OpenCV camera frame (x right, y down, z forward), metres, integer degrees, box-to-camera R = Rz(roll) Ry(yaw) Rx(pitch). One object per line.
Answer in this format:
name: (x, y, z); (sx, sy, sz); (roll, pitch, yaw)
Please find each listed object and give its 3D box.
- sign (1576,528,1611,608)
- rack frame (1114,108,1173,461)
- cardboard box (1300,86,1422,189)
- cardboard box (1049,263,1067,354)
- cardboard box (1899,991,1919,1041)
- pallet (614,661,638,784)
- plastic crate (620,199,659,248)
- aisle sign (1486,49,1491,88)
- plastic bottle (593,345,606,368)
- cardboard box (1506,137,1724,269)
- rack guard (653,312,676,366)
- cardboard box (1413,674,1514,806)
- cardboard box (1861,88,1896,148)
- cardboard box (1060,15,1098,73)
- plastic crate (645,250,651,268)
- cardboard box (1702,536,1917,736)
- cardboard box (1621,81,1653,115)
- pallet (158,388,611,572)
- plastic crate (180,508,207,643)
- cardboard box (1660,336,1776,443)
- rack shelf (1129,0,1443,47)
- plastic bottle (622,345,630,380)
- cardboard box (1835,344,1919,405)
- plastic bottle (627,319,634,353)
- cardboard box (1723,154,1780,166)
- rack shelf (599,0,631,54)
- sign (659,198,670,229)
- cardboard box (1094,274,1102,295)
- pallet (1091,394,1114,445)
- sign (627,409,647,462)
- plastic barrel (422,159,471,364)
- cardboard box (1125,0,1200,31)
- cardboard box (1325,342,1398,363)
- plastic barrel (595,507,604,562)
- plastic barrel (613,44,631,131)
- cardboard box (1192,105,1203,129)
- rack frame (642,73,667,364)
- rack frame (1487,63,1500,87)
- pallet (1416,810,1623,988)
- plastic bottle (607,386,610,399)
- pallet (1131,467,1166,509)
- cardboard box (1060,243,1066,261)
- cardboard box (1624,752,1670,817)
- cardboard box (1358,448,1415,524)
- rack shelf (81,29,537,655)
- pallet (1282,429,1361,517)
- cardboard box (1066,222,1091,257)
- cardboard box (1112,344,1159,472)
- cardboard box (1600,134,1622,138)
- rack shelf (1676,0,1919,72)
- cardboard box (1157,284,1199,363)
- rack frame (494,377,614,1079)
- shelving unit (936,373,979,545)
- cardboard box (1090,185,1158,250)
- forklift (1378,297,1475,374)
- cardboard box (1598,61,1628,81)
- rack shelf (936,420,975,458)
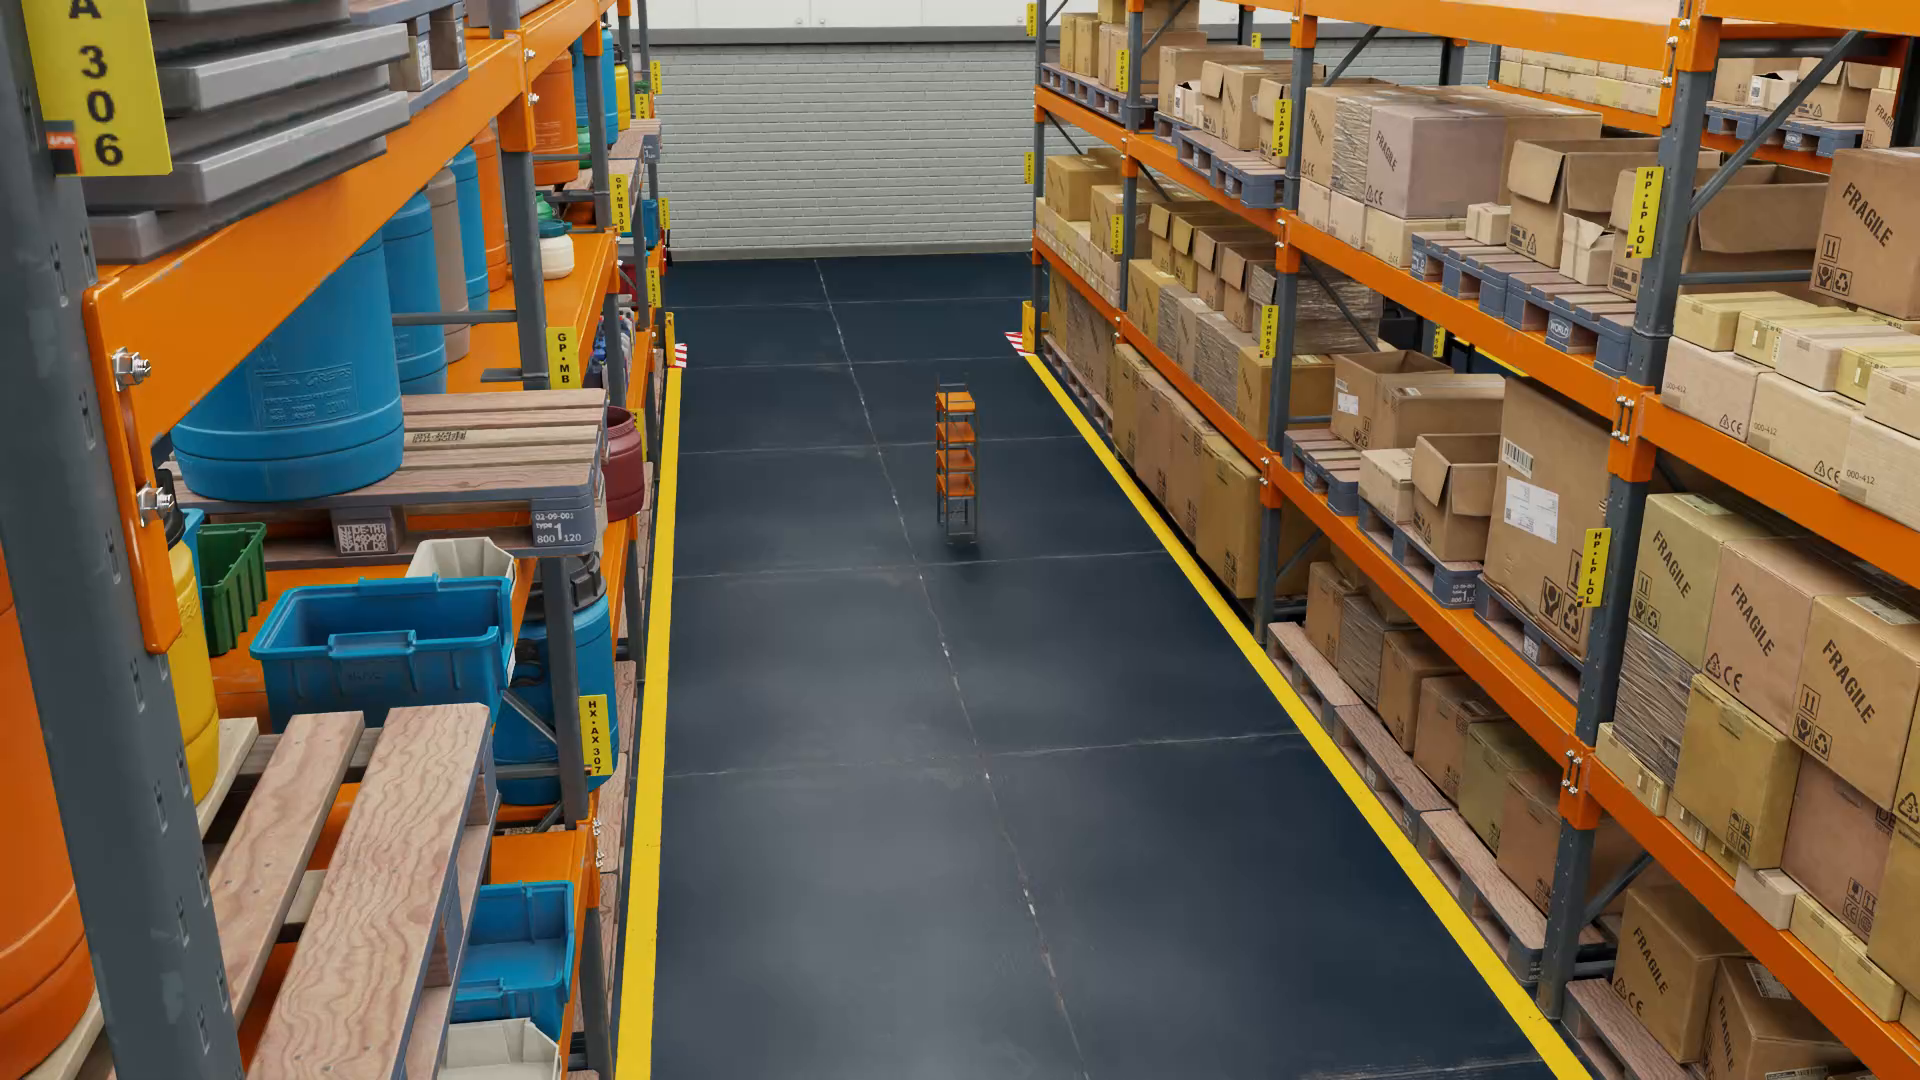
sign: (2.469, 0.110, 6.480); (0.100, 0.325, 0.005); (-3, 21, -8)
rack frame: (1.864, -2.147, 14.177); (1.000, 3.000, 0.127); (-3, 21, -8)
cardboard box: (2.254, -2.272, 9.369); (0.500, 0.500, 0.500); (-3, 21, -7)
cardboard box: (1.459, -2.516, 17.601); (0.875, 0.875, 0.875); (-3, 21, -8)
cardboard box: (3.061, 1.433, 4.951); (0.380, 0.149, 0.250); (-3, 21, -8)
pallet: (-2.387, 1.064, 9.565); (1.003, 0.211, 1.213); (-3, 21, -8)
plastic crate: (-3.381, -3.220, 16.914); (0.616, 0.435, 0.499); (-3, 21, -8)
aisle sign: (5.903, -4.975, 18.033); (0.394, 0.787, 0.004); (-3, 21, -8)
plastic bottle: (-2.603, -1.276, 12.029); (0.097, 0.271, 0.097); (0, 20, 0)
cardboard box: (2.911, -1.521, 7.467); (0.797, 0.503, 0.637); (-2, 21, -6)
rack guard: (-3.630, -2.119, 17.674); (1.175, 0.500, 0.348); (-3, 21, -8)
cardboard box: (2.819, 1.014, 8.657); (0.700, 0.500, 0.500); (-5, 21, -12)
cardboard box: (6.877, -2.960, 11.924); (0.500, 0.500, 0.500); (-3, 21, -8)
cardboard box: (1.377, -4.849, 16.239); (0.700, 0.500, 0.500); (-4, 21, -10)
plastic crate: (-3.064, -2.533, 15.366); (0.416, 0.233, 0.300); (-3, 21, -8)
cardboard box: (2.904, 0.310, 5.602); (0.500, 0.500, 0.500); (-3, 21, -8)
cardboard box: (6.388, -4.027, 15.137); (0.500, 0.250, 0.500); (-3, 21, -8)
pallet: (-1.683, -0.199, 4.945); (1.213, 0.211, 1.003); (-3, 21, -8)
plastic crate: (-1.880, 0.215, 3.589); (0.392, 0.384, 0.575); (-3, 21, -8)
cardboard box: (2.829, -0.543, 5.811); (0.500, 0.250, 0.500); (-4, 21, -10)
rack shelf: (2.153, -3.740, 11.469); (1.077, 0.370, 4.000); (-3, 21, -8)
plastic bottle: (-2.482, -1.291, 12.062); (0.152, 0.276, 0.135); (-3, 21, -8)
cardboard box: (2.961, -0.504, 5.136); (0.380, 0.149, 0.250); (-2, 21, -6)
plastic bottle: (-2.608, -1.592, 12.869); (0.152, 0.276, 0.135); (-3, 21, -8)
cardboard box: (6.963, -3.185, 14.960); (0.500, 0.500, 0.500); (-2, 21, -6)
rack shelf: (-2.749, -3.491, 10.800); (1.077, 0.370, 4.000); (-3, 21, -8)
sign: (-3.072, -3.392, 17.277); (0.100, 0.325, 0.005); (-3, 21, -8)
cardboard box: (1.422, -2.296, 14.936); (0.380, 0.149, 0.250); (-3, 21, -9)
pallet: (1.832, -1.108, 15.380); (1.003, 0.211, 1.213); (-3, 21, -8)
sign: (-1.917, -0.619, 9.852); (0.100, 0.325, 0.005); (-3, 21, -8)
plastic barrel: (-2.266, -1.159, 6.528); (0.600, 0.901, 0.600); (0, 20, 0)
cardboard box: (1.735, -4.520, 14.285); (0.500, 0.250, 0.500); (-4, 21, -11)
cardboard box: (2.640, -0.991, 10.939); (0.500, 0.500, 0.500); (-2, 21, -6)
plastic barrel: (-2.040, -0.073, 8.465); (0.421, 0.512, 0.421); (0, 20, 0)
plastic barrel: (-2.705, -3.281, 12.058); (0.600, 0.588, 0.600); (0, 20, 0)
cardboard box: (1.930, -3.108, 12.222); (0.380, 0.149, 0.250); (-4, 21, -10)
rack frame: (-3.614, -3.282, 17.216); (1.000, 3.000, 0.127); (-3, 21, -8)
rack frame: (6.210, -3.747, 18.461); (1.000, 3.000, 0.127); (-3, 21, -8)
pallet: (2.904, 1.660, 7.970); (1.003, 0.211, 1.213); (-3, 21, -8)
plastic bottle: (-2.312, -0.946, 11.145); (0.097, 0.271, 0.097); (0, 20, 0)
pallet: (2.050, -0.577, 13.960); (1.003, 0.211, 1.213); (-3, 21, -8)
cardboard box: (1.200, -2.829, 16.364); (0.380, 0.149, 0.250); (-3, 21, -8)
cardboard box: (2.774, 0.918, 6.331); (0.380, 0.149, 0.250); (-3, 21, -8)
cardboard box: (2.455, -0.296, 8.837); (0.500, 0.250, 0.500); (-4, 21, -9)
rack shelf: (-1.596, -0.721, 3.384); (1.077, 0.370, 4.000); (-3, 21, -8)
pallet: (2.649, -0.431, 9.856); (1.213, 0.211, 1.003); (-3, 21, -8)
cardboard box: (1.320, -2.887, 15.947); (0.500, 0.250, 0.500); (-3, 21, -9)
cardboard box: (1.976, -1.128, 13.885); (1.225, 0.875, 0.875); (-3, 21, -8)
cardboard box: (6.221, -3.701, 16.341); (0.500, 0.500, 0.500); (-4, 21, -9)
rack shelf: (3.306, -1.156, 3.984); (1.077, 0.370, 4.000); (-3, 21, -8)
cardboard box: (1.828, -1.674, 12.769); (0.500, 0.500, 0.500); (-3, 21, -9)
rack frame: (-1.884, 0.873, 6.092); (1.000, 3.000, 0.127); (-3, 21, -8)
shelving unit: (-0.024, -0.619, 12.660); (0.258, 1.200, 0.503); (-3, 21, -8)
cardboard box: (1.465, -2.887, 14.875); (0.500, 0.500, 0.500); (-3, 21, -7)
forklift: (4.127, -2.447, 15.078); (1.130, 2.935, 3.031); (-3, 21, -8)
cardboard box: (6.326, -4.439, 15.527); (0.500, 0.250, 0.500); (-2, 21, -6)
rack shelf: (-0.024, -0.766, 12.605); (0.258, 0.148, 0.480); (-3, 21, -8)
